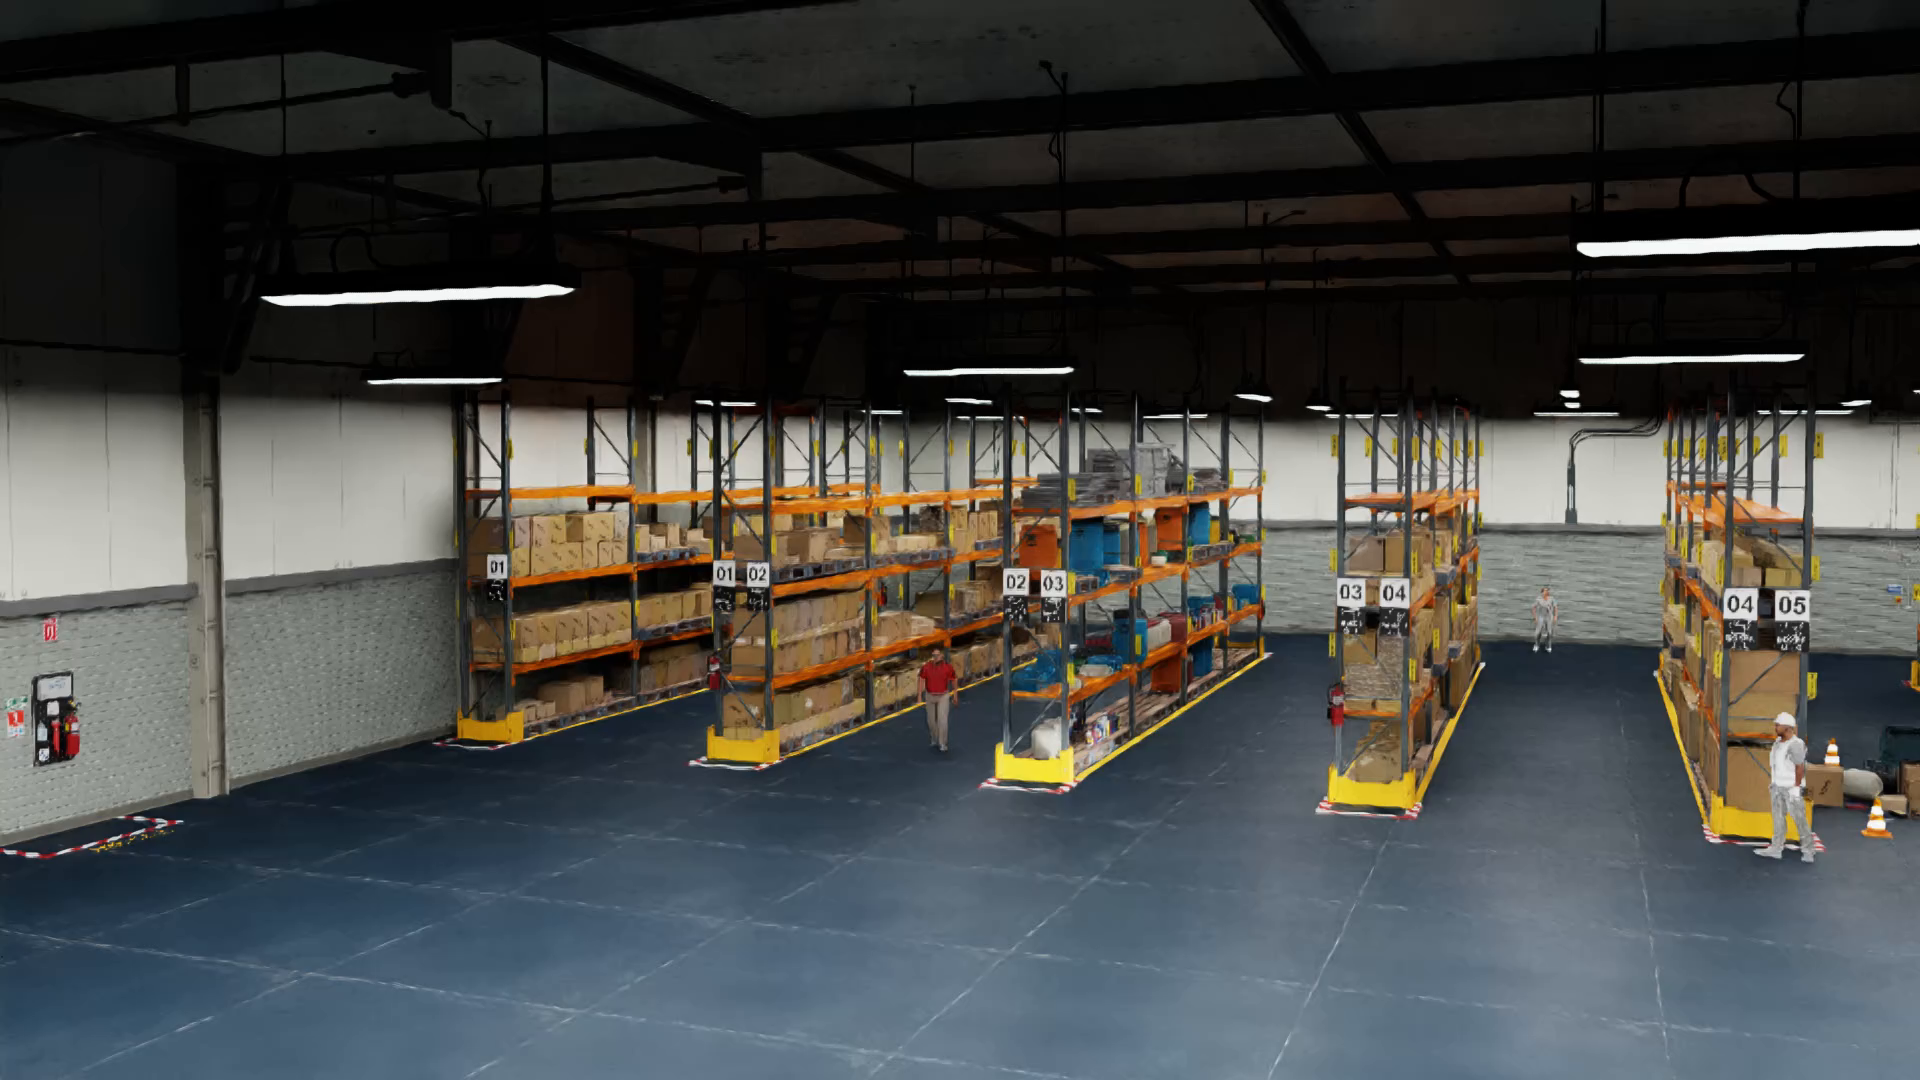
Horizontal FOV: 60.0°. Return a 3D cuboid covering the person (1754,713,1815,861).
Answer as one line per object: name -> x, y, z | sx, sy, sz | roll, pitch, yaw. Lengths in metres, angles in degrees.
person -> 10.086, 2.999, 20.263 | 0.563, 1.788, 0.669 | 0, 3, -1

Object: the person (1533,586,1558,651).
person -> 14.429, 1.942, 41.022 | 0.580, 1.619, 0.506 | 1, 3, 18

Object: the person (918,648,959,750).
person -> -0.348, 2.628, 27.814 | 0.673, 1.690, 0.700 | 1, 3, 12
